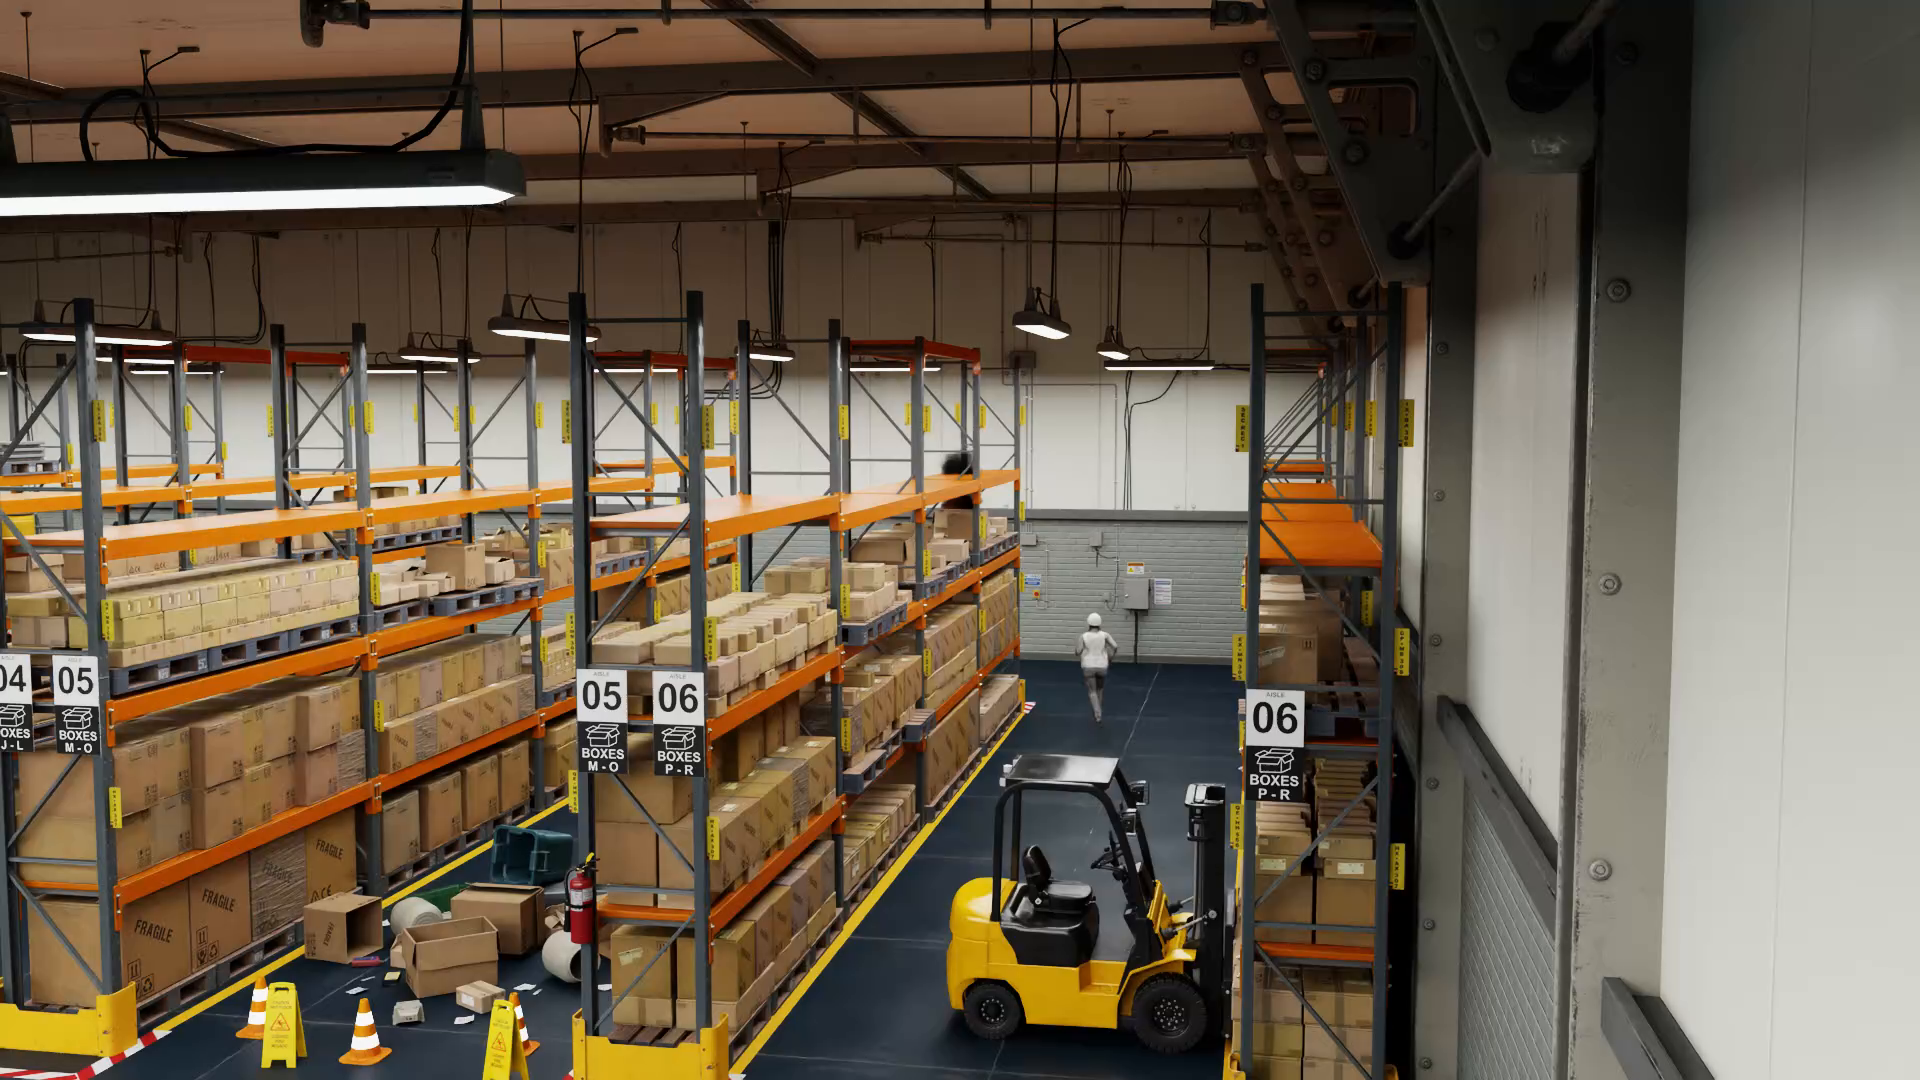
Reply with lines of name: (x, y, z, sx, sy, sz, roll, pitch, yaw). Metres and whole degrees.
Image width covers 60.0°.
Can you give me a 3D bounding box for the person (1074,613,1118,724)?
person: (2.138, 2.075, 26.368, 0.642, 1.837, 0.799, -1, 5, -13)
